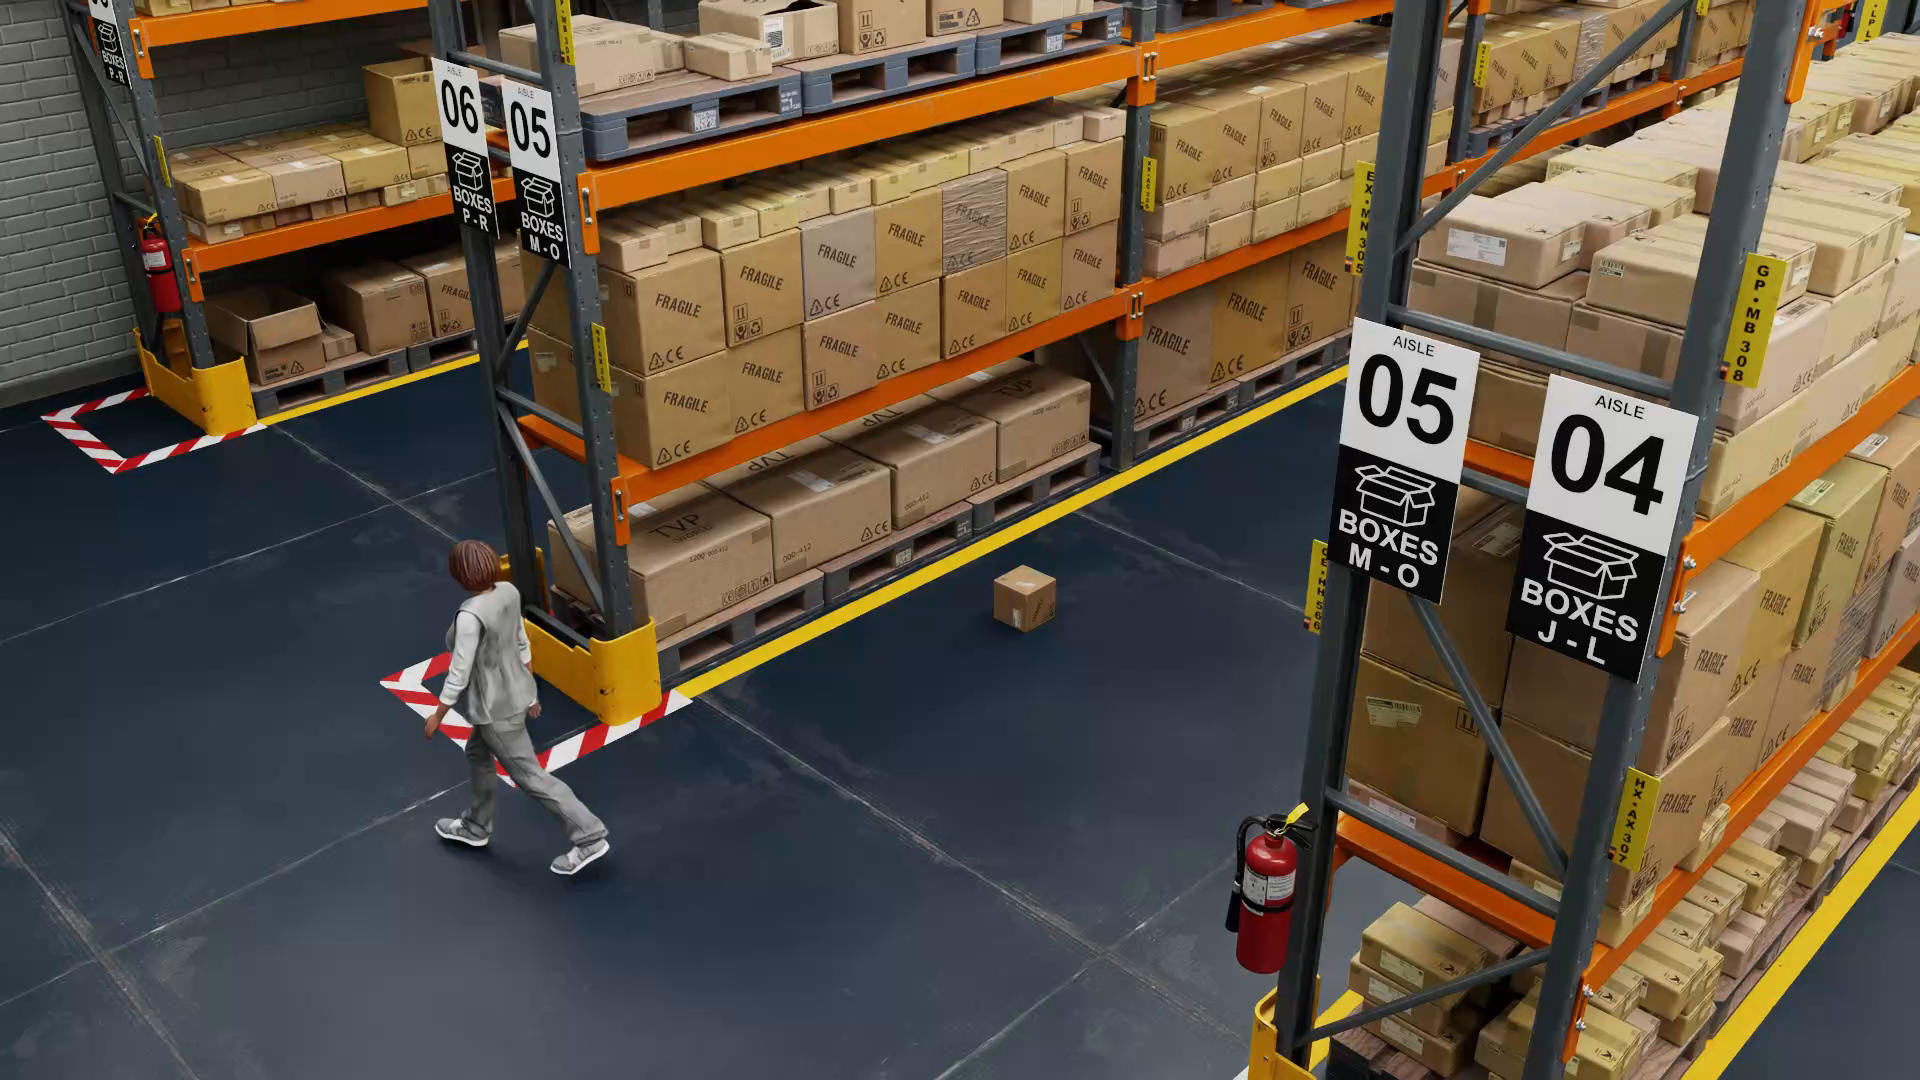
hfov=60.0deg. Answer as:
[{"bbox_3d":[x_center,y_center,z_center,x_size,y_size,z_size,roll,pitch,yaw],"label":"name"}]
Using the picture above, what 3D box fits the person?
[{"bbox_3d":[-1.999,0.730,7.283,0.889,1.540,0.468,5,29,10],"label":"person"}]
